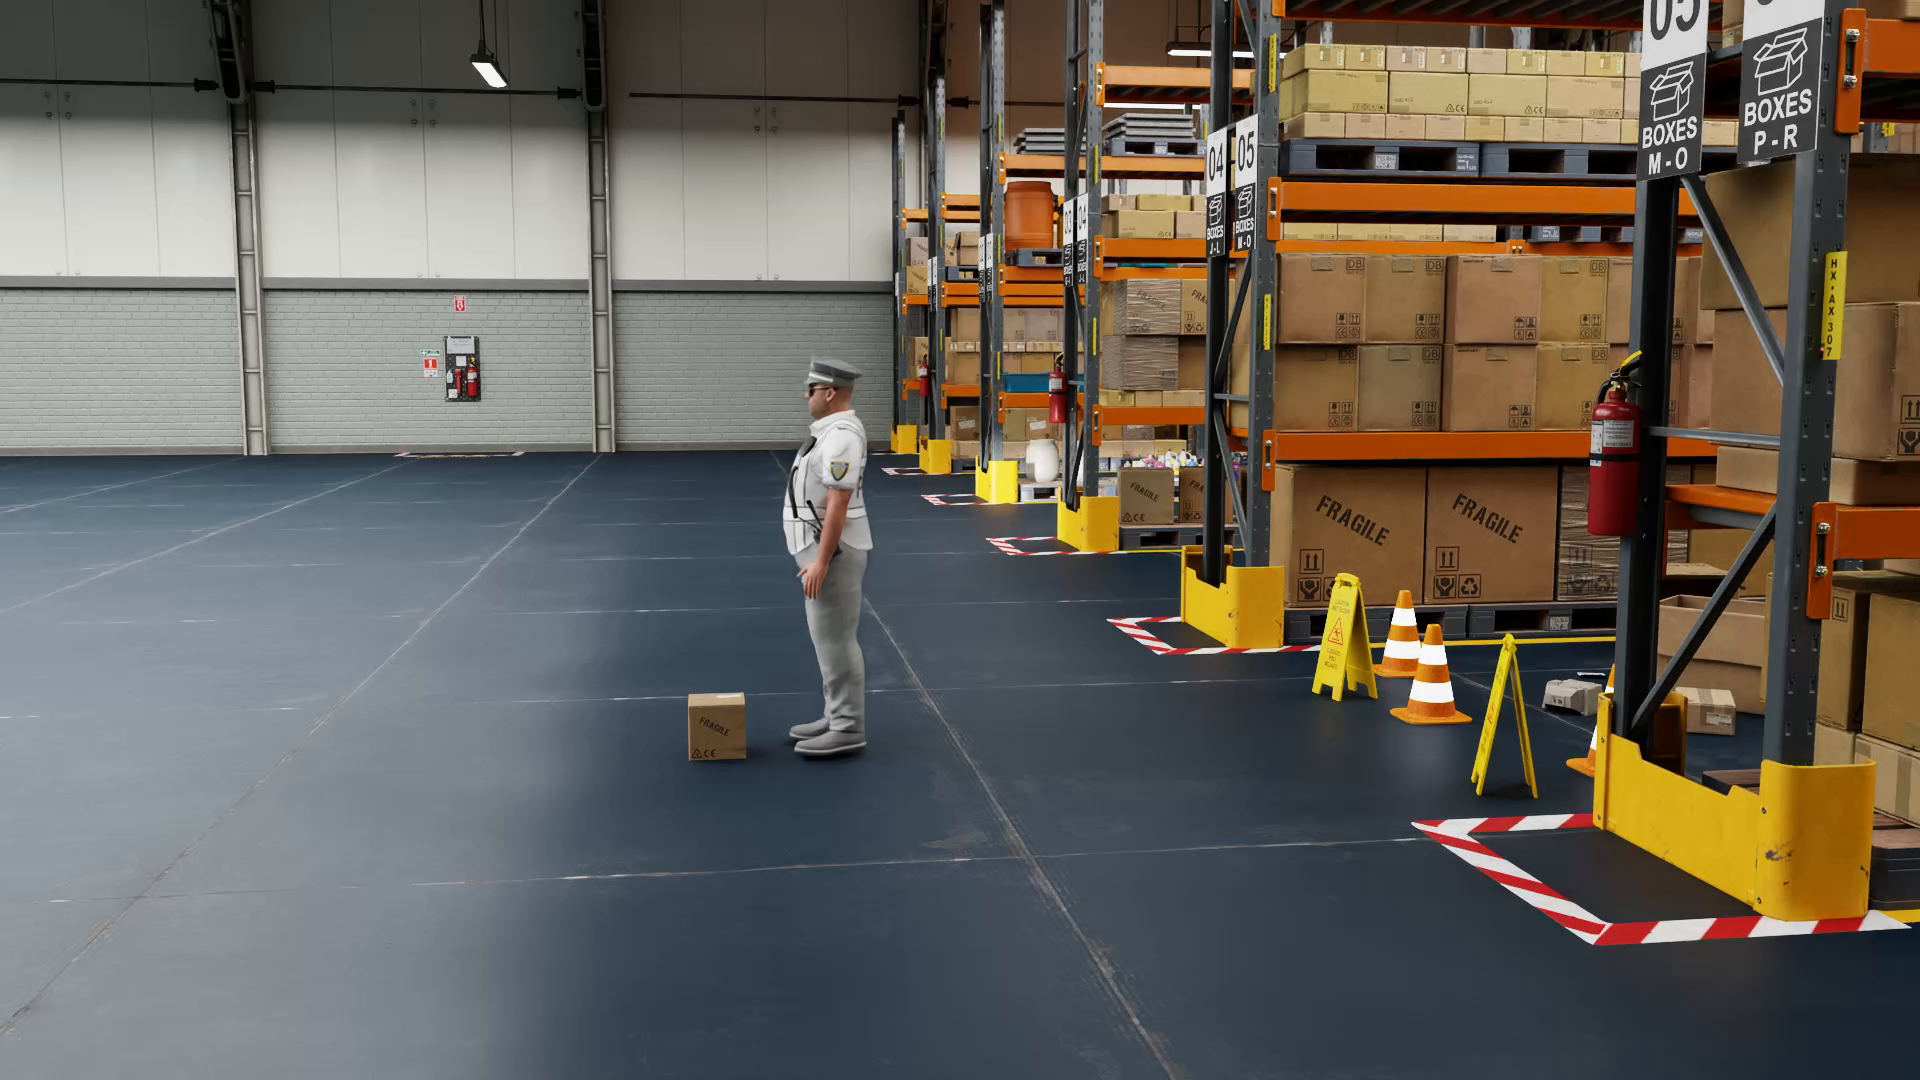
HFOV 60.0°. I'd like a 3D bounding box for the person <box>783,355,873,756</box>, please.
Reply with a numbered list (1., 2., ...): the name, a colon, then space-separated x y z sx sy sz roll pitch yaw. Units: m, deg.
1. person: -0.592 0.062 7.449 0.394 1.765 0.539 -1 6 -8
